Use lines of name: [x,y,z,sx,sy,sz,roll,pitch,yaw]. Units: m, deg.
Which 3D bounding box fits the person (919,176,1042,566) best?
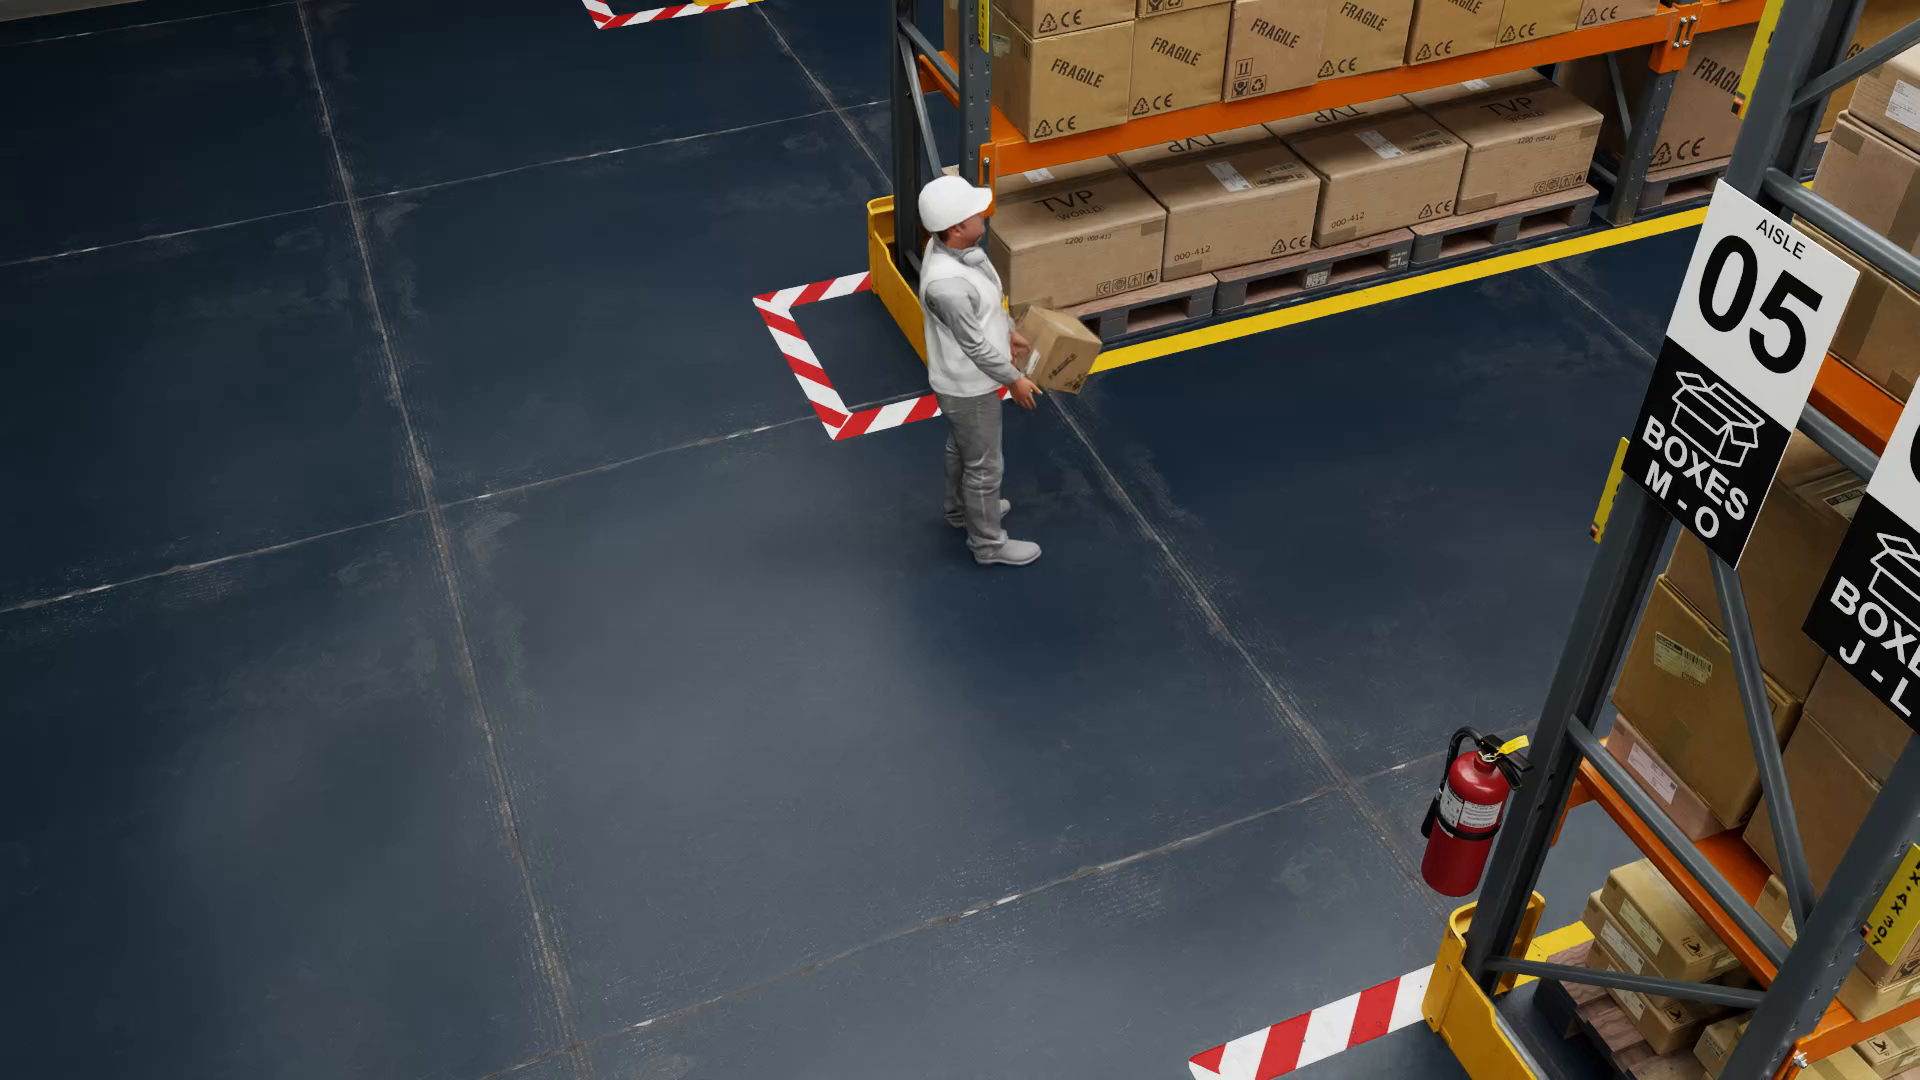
person: [0.100,-0.712,6.939,0.523,1.775,0.526,0,41,0]
